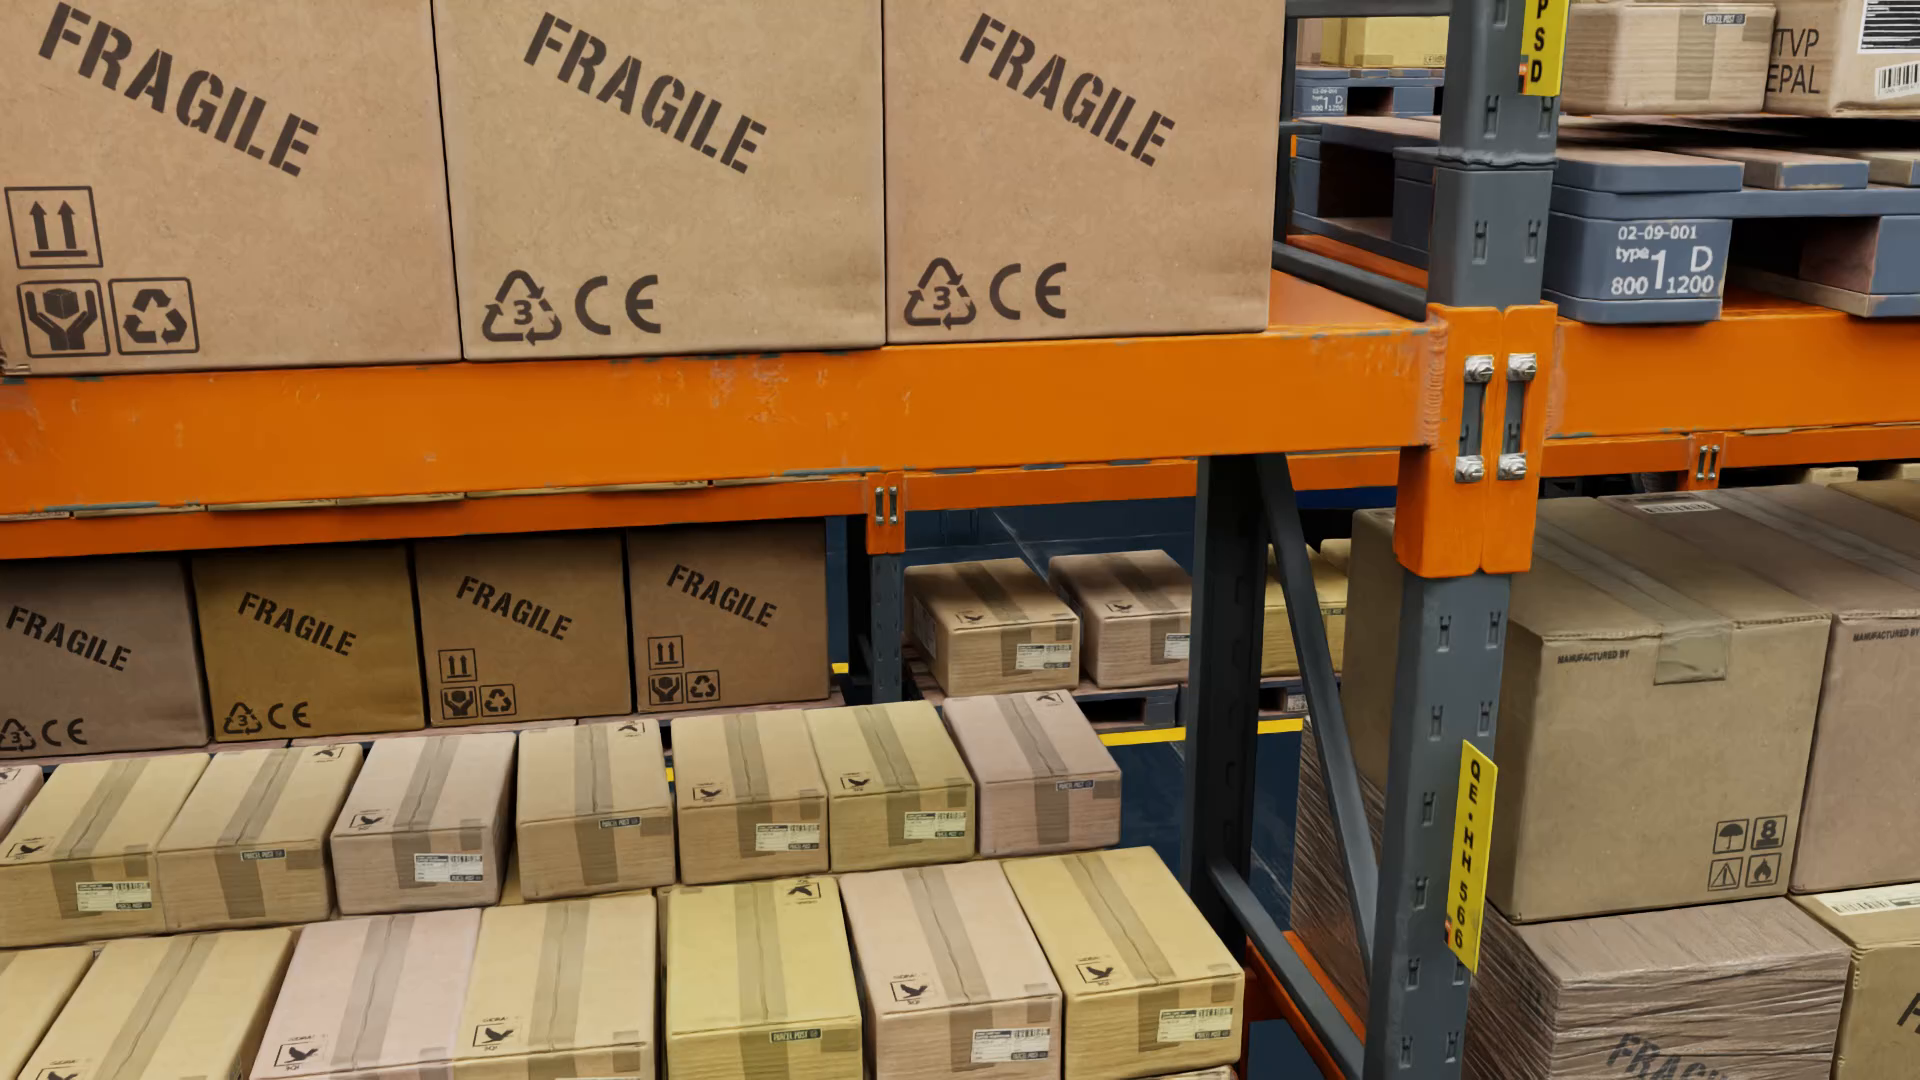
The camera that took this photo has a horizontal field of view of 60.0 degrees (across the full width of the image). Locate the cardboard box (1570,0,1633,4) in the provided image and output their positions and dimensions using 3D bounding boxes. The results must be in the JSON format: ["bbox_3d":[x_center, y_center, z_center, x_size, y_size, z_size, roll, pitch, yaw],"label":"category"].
[{"bbox_3d":[2.962,-2.563,7.628,0.500,0.250,0.500,-3,17,-9],"label":"cardboard box"}]

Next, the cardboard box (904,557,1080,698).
[{"bbox_3d":[0.136,0.419,8.098,0.625,0.372,0.950,-4,18,-14],"label":"cardboard box"}]

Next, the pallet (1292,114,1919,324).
[{"bbox_3d":[1.240,-0.581,2.807,1.003,0.211,1.213,-2,17,-8],"label":"pallet"}]

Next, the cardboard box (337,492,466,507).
[{"bbox_3d":[-2.359,-0.340,7.065,0.500,0.250,0.500,-4,17,-11],"label":"cardboard box"}]

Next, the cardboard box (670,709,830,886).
[{"bbox_3d":[-0.377,0.447,2.948,0.250,0.149,0.380,-3,17,-11],"label":"cardboard box"}]

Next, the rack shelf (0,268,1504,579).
[{"bbox_3d":[-1.346,-0.165,2.356,4.000,0.370,1.077,-3,17,-10],"label":"rack shelf"}]

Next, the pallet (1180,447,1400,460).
[{"bbox_3d":[1.516,-0.638,8.107,1.213,0.211,1.003,-3,17,-10],"label":"pallet"}]

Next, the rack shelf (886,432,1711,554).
[{"bbox_3d":[1.544,-0.375,8.149,4.000,0.370,1.077,-3,17,-10],"label":"rack shelf"}]

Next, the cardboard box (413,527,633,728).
[{"bbox_3d":[-1.991,0.270,7.726,0.875,0.875,0.875,-3,17,-10],"label":"cardboard box"}]

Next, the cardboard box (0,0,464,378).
[{"bbox_3d":[-0.875,-0.505,2.066,0.500,0.500,0.500,-3,17,-10],"label":"cardboard box"}]

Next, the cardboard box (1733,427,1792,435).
[{"bbox_3d":[3.877,-0.635,8.199,0.250,0.149,0.380,-3,17,-11],"label":"cardboard box"}]

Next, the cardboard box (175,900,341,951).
[{"bbox_3d":[-1.159,0.632,2.851,0.250,0.149,0.380,-3,17,-11],"label":"cardboard box"}]

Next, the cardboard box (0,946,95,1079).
[{"bbox_3d":[-1.302,0.694,2.143,0.250,0.149,0.380,-3,17,-9],"label":"cardboard box"}]

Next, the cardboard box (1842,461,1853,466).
[{"bbox_3d":[4.536,-0.214,9.091,0.500,0.500,0.500,-3,17,-9],"label":"cardboard box"}]

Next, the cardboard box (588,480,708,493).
[{"bbox_3d":[-1.366,-0.400,7.260,0.500,0.250,0.500,-3,17,-9],"label":"cardboard box"}]

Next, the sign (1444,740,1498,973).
[{"bbox_3d":[0.730,0.454,2.387,0.005,0.325,0.100,-3,17,-10],"label":"sign"}]

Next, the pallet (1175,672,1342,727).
[{"bbox_3d":[1.543,0.615,8.449,1.213,0.211,1.003,-3,17,-10],"label":"pallet"}]

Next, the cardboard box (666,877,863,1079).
[{"bbox_3d":[-0.280,0.636,2.331,0.250,0.149,0.380,-3,17,-9],"label":"cardboard box"}]

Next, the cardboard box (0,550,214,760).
[{"bbox_3d":[-3.754,0.373,7.393,0.875,0.875,0.875,-3,17,-9],"label":"cardboard box"}]

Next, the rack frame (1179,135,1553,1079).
[{"bbox_3d":[0.618,0.814,3.053,0.127,3.000,1.000,-3,17,-10],"label":"rack frame"}]

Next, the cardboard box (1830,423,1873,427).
[{"bbox_3d":[4.371,-0.688,8.371,0.250,0.149,0.380,-3,17,-11],"label":"cardboard box"}]

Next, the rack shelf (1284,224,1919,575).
[{"bbox_3d":[2.582,-0.388,3.081,4.000,0.370,1.077,-3,17,-10],"label":"rack shelf"}]

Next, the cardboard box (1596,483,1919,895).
[{"bbox_3d":[1.557,0.237,3.057,0.500,0.500,0.700,-3,17,-11],"label":"cardboard box"}]

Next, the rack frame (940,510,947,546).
[{"bbox_3d":[-0.108,-0.424,10.660,0.006,0.900,0.240,-3,17,-10],"label":"rack frame"}]

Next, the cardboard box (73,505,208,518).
[{"bbox_3d":[-3.358,-0.291,6.905,0.500,0.250,0.500,-4,17,-12],"label":"cardboard box"}]

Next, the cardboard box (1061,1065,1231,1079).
[{"bbox_3d":[0.219,0.750,2.468,0.250,0.149,0.380,-3,17,-9],"label":"cardboard box"}]

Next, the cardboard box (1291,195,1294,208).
[{"bbox_3d":[2.829,-2.711,13.254,0.250,0.149,0.380,-3,17,-11],"label":"cardboard box"}]

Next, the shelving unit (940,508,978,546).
[{"bbox_3d":[-0.008,-0.430,10.678,0.210,0.900,0.258,-3,17,-10],"label":"shelving unit"}]

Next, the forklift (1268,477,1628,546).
[{"bbox_3d":[3.351,-1.479,10.636,3.031,2.935,1.130,-1,17,-4],"label":"forklift"}]

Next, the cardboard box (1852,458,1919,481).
[{"bbox_3d":[4.776,-0.359,8.458,0.250,0.149,0.380,-3,17,-8],"label":"cardboard box"}]

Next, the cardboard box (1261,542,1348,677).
[{"bbox_3d":[1.605,0.335,8.372,0.625,0.372,0.950,-3,17,-9],"label":"cardboard box"}]

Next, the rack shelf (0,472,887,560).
[{"bbox_3d":[-2.384,-0.152,7.424,4.000,0.370,1.077,-3,17,-10],"label":"rack shelf"}]

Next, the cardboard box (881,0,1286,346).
[{"bbox_3d":[0.106,-0.563,2.256,0.500,0.500,0.500,-3,17,-10],"label":"cardboard box"}]

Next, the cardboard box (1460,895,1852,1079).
[{"bbox_3d":[1.110,0.819,2.867,0.500,0.500,0.500,-3,17,-10],"label":"cardboard box"}]

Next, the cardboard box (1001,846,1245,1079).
[{"bbox_3d":[0.224,0.608,2.422,0.250,0.149,0.380,-4,18,-13],"label":"cardboard box"}]

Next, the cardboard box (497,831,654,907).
[{"bbox_3d":[-0.670,0.606,2.937,0.250,0.149,0.380,-3,17,-10],"label":"cardboard box"}]

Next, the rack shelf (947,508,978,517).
[{"bbox_3d":[-0.008,-0.226,10.741,0.200,0.077,0.258,-3,17,-10],"label":"rack shelf"}]

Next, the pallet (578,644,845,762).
[{"bbox_3d":[-1.209,0.748,8.018,1.213,0.211,1.003,-3,17,-10],"label":"pallet"}]

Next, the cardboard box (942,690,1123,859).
[{"bbox_3d":[0.123,0.419,3.038,0.250,0.149,0.380,-3,17,-10],"label":"cardboard box"}]

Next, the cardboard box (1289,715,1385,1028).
[{"bbox_3d":[1.009,0.664,3.372,0.500,0.500,0.500,-3,17,-10],"label":"cardboard box"}]

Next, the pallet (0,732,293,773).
[{"bbox_3d":[-3.604,0.884,7.576,1.213,0.211,1.003,-3,17,-10],"label":"pallet"}]

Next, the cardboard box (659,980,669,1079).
[{"bbox_3d":[-0.300,0.781,2.368,0.250,0.149,0.380,-3,17,-9],"label":"cardboard box"}]

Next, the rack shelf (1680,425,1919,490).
[{"bbox_3d":[5.471,-0.598,8.875,4.000,0.370,1.077,-3,17,-10],"label":"rack shelf"}]

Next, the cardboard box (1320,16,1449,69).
[{"bbox_3d":[1.963,-2.264,7.506,0.500,0.250,0.500,-3,17,-10],"label":"cardboard box"}]

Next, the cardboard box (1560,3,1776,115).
[{"bbox_3d":[0.976,-0.721,2.484,0.250,0.149,0.380,-4,18,-13],"label":"cardboard box"}]

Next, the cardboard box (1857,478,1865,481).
[{"bbox_3d":[4.661,-0.063,8.600,0.500,0.500,0.500,-3,17,-8],"label":"cardboard box"}]

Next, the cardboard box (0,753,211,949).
[{"bbox_3d":[-1.408,0.505,2.758,0.250,0.149,0.380,-3,17,-11],"label":"cardboard box"}]

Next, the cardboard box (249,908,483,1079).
[{"bbox_3d":[-0.780,0.664,2.241,0.250,0.149,0.380,-3,17,-10],"label":"cardboard box"}]

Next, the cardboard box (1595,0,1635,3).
[{"bbox_3d":[1.164,-0.854,2.886,0.250,0.166,0.380,-3,17,-10],"label":"cardboard box"}]

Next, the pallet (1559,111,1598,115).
[{"bbox_3d":[2.881,-2.171,7.981,1.003,0.211,1.213,-3,17,-10],"label":"pallet"}]

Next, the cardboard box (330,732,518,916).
[{"bbox_3d":[-0.903,0.477,2.849,0.250,0.149,0.380,-2,17,-8],"label":"cardboard box"}]

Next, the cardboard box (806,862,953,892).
[{"bbox_3d":[-0.161,0.576,3.035,0.250,0.149,0.380,-2,17,-8],"label":"cardboard box"}]

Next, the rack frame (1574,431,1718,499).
[{"bbox_3d":[3.507,-0.830,8.406,0.127,3.000,1.000,-3,17,-10],"label":"rack frame"}]
